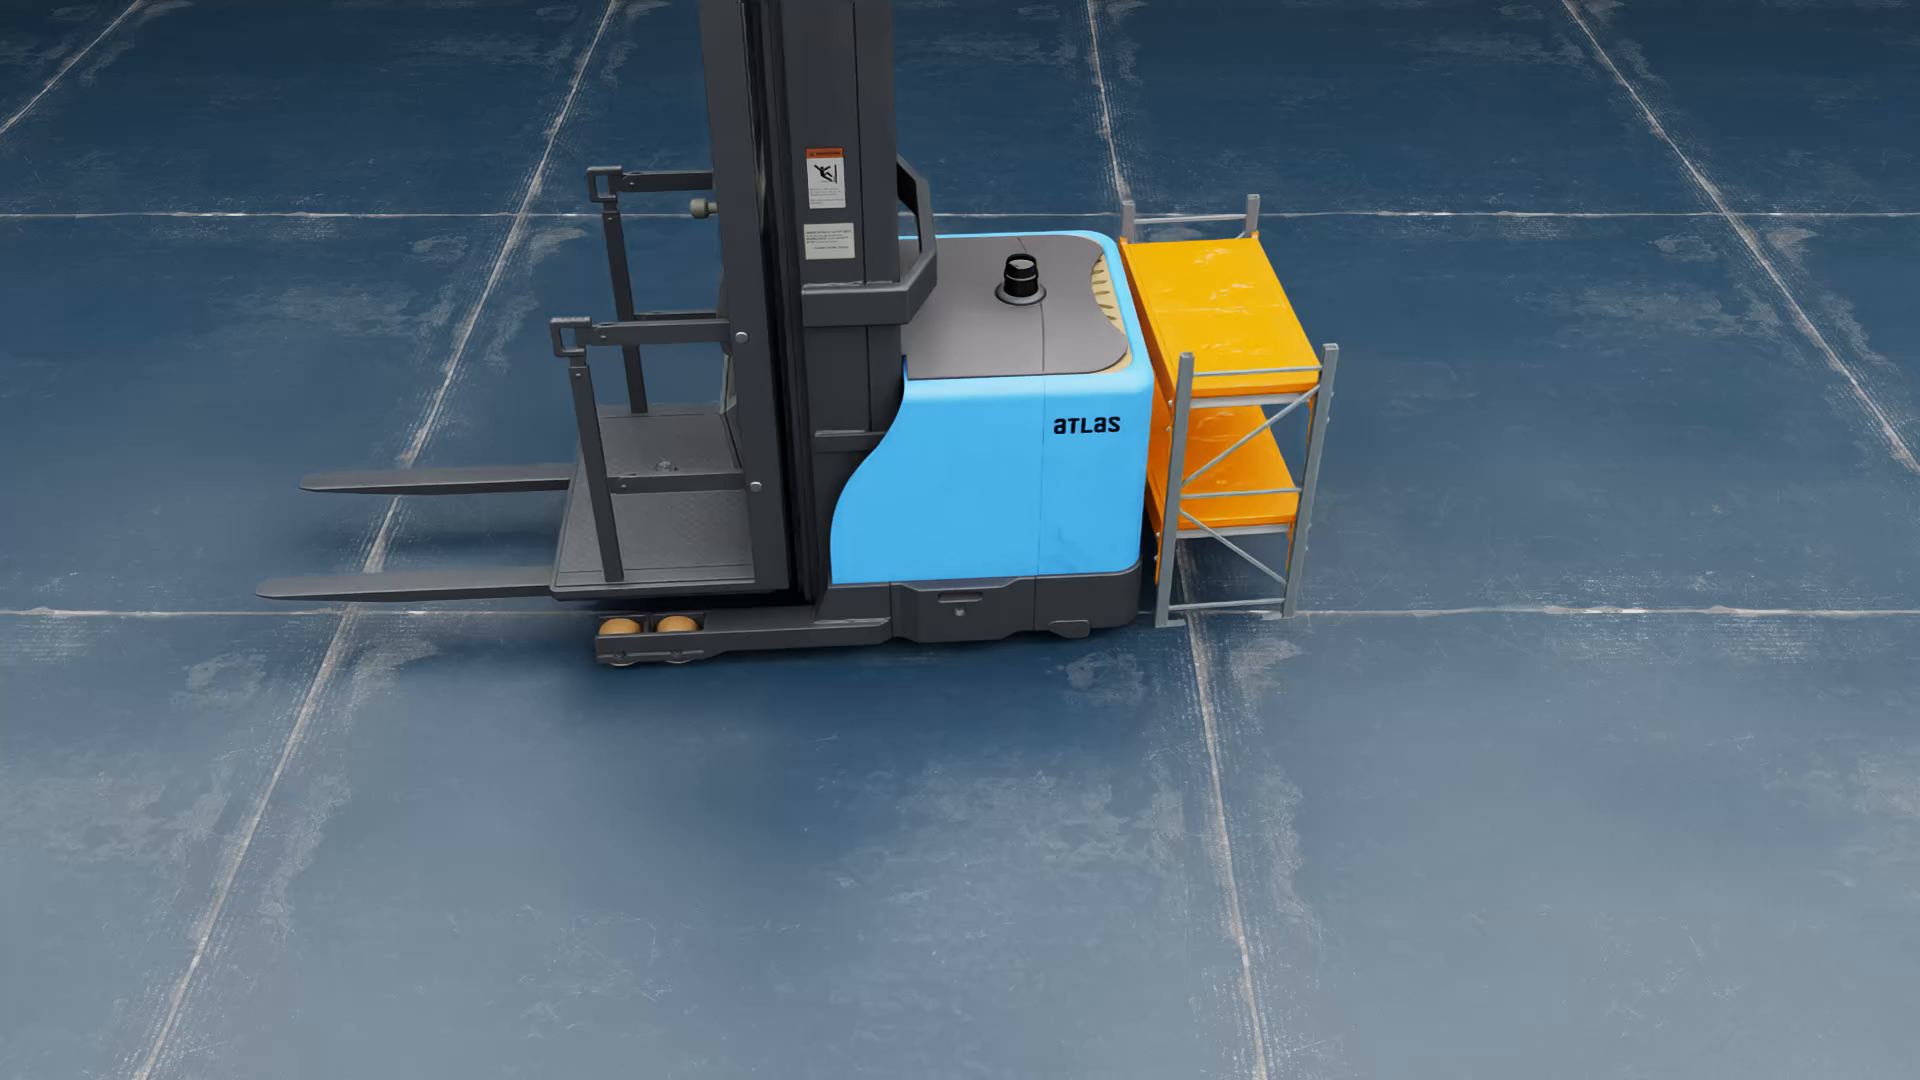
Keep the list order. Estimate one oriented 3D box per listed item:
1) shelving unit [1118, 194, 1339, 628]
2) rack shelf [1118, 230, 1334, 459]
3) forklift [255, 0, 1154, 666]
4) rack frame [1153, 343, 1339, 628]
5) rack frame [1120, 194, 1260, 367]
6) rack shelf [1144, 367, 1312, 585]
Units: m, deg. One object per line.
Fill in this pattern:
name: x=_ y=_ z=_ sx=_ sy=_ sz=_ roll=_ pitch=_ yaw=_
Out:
shelving unit: x=0.883 y=-0.469 z=5.936 sx=0.538 sy=1.125 sz=1.048 roll=-4 pitch=39 yaw=-5
rack shelf: x=0.883 y=-0.698 z=5.753 sx=0.538 sy=0.278 sz=1.000 roll=-4 pitch=39 yaw=-5
forklift: x=-0.914 y=-1.054 z=5.222 sx=3.031 sy=2.935 sz=1.130 roll=-2 pitch=39 yaw=-3
rack frame: x=0.935 y=-0.153 z=5.541 sx=0.500 sy=1.125 sz=0.032 roll=-4 pitch=39 yaw=-5
rack frame: x=0.832 y=-0.786 z=6.331 sx=0.500 sy=1.125 sz=0.032 roll=-4 pitch=39 yaw=-5
rack shelf: x=0.883 y=-0.279 z=6.089 sx=0.538 sy=0.278 sz=1.000 roll=-4 pitch=39 yaw=-5
